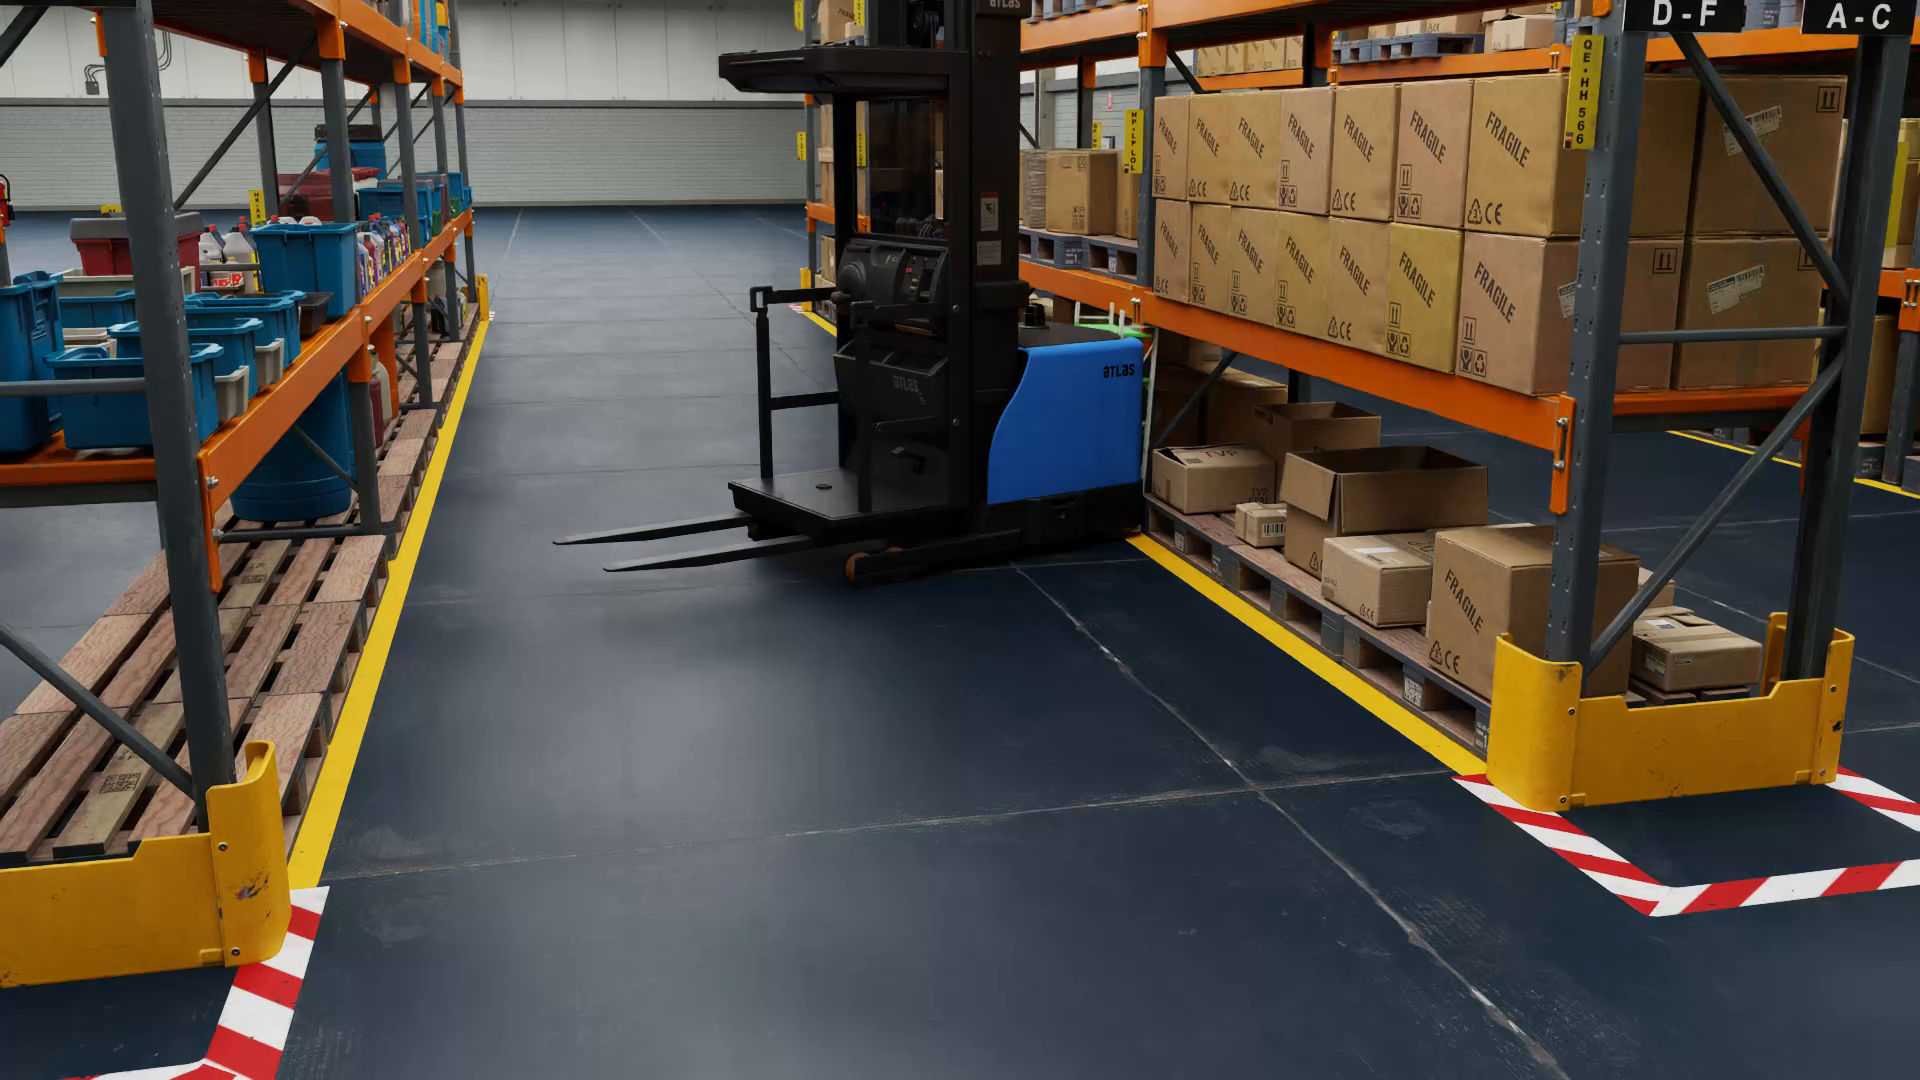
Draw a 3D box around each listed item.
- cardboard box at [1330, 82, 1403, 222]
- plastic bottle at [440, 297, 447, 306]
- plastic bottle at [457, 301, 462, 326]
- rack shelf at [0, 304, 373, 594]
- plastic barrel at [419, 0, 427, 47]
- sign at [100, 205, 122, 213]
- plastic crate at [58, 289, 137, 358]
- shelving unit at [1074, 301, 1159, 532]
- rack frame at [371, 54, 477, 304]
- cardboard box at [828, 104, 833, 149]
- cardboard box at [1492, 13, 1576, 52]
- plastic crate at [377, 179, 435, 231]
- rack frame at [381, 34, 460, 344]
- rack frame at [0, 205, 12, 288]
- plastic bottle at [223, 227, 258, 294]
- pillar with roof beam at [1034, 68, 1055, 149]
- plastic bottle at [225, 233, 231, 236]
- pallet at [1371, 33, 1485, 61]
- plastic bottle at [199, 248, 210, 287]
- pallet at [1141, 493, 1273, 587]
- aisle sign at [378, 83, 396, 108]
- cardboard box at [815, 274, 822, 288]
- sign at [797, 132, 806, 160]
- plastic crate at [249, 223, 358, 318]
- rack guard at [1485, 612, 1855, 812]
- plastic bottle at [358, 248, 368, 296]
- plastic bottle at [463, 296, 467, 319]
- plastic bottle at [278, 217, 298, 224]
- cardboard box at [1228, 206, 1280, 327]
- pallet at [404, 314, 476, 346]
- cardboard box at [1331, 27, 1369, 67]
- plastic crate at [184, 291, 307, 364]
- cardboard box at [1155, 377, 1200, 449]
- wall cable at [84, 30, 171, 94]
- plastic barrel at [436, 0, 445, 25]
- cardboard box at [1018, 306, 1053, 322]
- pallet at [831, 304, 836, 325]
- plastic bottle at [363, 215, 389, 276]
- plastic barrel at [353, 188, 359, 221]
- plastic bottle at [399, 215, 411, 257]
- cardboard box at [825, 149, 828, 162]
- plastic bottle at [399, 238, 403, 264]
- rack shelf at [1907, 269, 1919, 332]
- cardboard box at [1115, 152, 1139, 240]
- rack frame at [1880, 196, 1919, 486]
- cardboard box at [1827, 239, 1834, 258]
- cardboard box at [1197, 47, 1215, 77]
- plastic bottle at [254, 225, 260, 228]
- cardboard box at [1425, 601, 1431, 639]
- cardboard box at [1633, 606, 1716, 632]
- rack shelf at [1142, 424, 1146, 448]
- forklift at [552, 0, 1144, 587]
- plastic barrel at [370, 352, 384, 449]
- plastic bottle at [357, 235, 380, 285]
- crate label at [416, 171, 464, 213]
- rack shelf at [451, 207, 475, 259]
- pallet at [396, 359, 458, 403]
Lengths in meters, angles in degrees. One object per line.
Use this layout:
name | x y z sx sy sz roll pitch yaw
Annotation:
cardboard box | 1.770 -1.491 6.391 0.500 0.500 0.500 -3 14 -12
plastic bottle | -5.315 -2.354 17.053 0.152 0.276 0.135 -3 14 -13
plastic bottle | -5.032 -2.263 16.522 0.144 0.351 0.185 -3 14 -12
rack shelf | -2.897 -0.470 6.046 1.077 0.370 4.000 -3 14 -13
plastic barrel | -4.608 -4.420 13.322 0.600 0.901 0.708 -3 14 -13
sign | -3.902 -1.385 7.693 0.100 0.325 0.005 -3 14 -13
plastic crate | -3.159 -0.765 5.966 0.416 0.233 0.300 -3 14 -13
shelving unit | 0.816 -0.683 9.155 0.258 1.200 0.503 -2 14 -25
rack frame | -6.185 -4.049 19.180 1.000 3.000 0.127 -3 14 -13
cardboard box | -1.131 -4.761 19.152 0.700 0.500 0.500 -4 14 -15
cardboard box | 4.892 -4.330 14.157 0.500 0.311 0.500 -3 14 -13
plastic crate | -4.389 -2.624 13.214 0.402 0.464 0.583 -3 14 -13
rack frame | -5.246 -3.126 15.403 1.000 3.000 0.127 -3 14 -13
rack frame | -11.000 -3.773 18.050 1.000 3.000 0.127 -3 14 -13
plastic bottle | -3.761 -1.459 8.681 0.144 0.351 0.185 -3 14 -13
pillar with roof beam | -2.553 -9.931 30.614 9.100 9.000 0.400 -3 14 -13
plastic bottle | -4.064 -1.579 9.329 0.152 0.276 0.135 -3 14 -13
pallet | 4.672 -4.657 15.744 1.213 0.211 1.003 -3 14 -13
plastic bottle | -3.774 -1.293 8.162 0.152 0.276 0.135 -3 14 -13
pallet | 1.609 -0.043 8.658 1.003 0.211 1.213 -3 14 -13
aisle sign | -6.487 -5.312 18.873 0.394 0.787 0.004 -3 14 -13
cardboard box | -1.460 -3.056 20.026 0.500 0.250 0.500 -3 14 -13
sign | -1.911 -4.754 20.074 0.100 0.325 0.005 -3 14 -13
plastic crate | -2.926 -1.213 7.481 0.392 0.384 0.575 -3 14 -13
rack guard | 2.370 0.564 5.567 1.175 0.500 0.348 -3 14 -13
plastic bottle | -3.138 -1.405 8.631 0.097 0.271 0.097 0 14 0
plastic bottle | -5.263 -2.449 17.442 0.152 0.276 0.135 -4 14 -15
plastic bottle | -4.519 -2.025 11.159 0.152 0.276 0.135 -3 14 -13
cardboard box | 1.542 -1.238 7.465 0.500 0.500 0.500 -3 14 -13
pallet | -5.653 -2.211 17.532 1.003 0.211 1.213 -3 14 -13
cardboard box | 4.024 -5.297 17.716 0.500 0.500 0.500 -3 14 -12
plastic crate | -2.545 -0.754 5.920 0.416 0.233 0.300 -3 14 -13
cardboard box | 1.054 -0.653 9.621 0.500 0.500 0.500 -3 14 -13
wall cable | -23.390 -15.498 46.237 2.305 6.003 0.169 -3 14 -13
plastic barrel | -5.794 -5.546 17.705 0.600 0.588 0.600 0 14 0
cardboard box | 0.672 -1.757 13.524 0.500 0.311 0.500 -3 14 -11
pallet | -0.866 -2.515 18.775 1.003 0.211 1.213 -3 14 -13
plastic bottle | -3.457 -1.734 9.808 0.144 0.351 0.185 -3 14 -13
plastic barrel | -4.756 -2.483 12.536 0.421 0.512 0.421 0 14 0
plastic bottle | -3.797 -2.077 11.355 0.061 0.283 0.133 -3 14 -13
cardboard box | -1.365 -4.467 19.314 0.380 0.149 0.250 -3 14 -13
plastic bottle | -3.665 -1.889 10.758 0.097 0.201 0.097 0 14 0
rack shelf | 6.732 -1.022 8.306 1.077 0.370 4.000 -3 14 -13
cardboard box | 1.332 -2.085 10.047 0.700 0.500 0.500 -1 14 -4
rack frame | 6.263 -1.833 10.109 1.000 3.000 0.127 -3 14 -13
cardboard box | 5.809 -1.902 10.879 0.380 0.149 0.250 -3 14 -11
cardboard box | 3.280 -6.026 20.697 0.500 0.500 0.500 -3 14 -12
plastic bottle | -4.324 -1.804 10.263 0.097 0.271 0.097 0 14 0
cardboard box | 2.013 0.319 6.343 0.380 0.166 0.250 -3 14 -13
cardboard box | 2.565 0.356 6.193 0.380 0.166 0.250 -3 14 -13
rack shelf | 0.812 -0.621 9.169 0.258 0.148 0.480 -2 14 -25
forklift | -0.518 -1.339 8.232 3.031 2.935 1.130 -9 17 -33
plastic barrel | -3.910 -0.864 10.338 0.600 0.588 0.708 -3 14 -13
plastic bottle | -3.323 -1.562 9.262 0.152 0.276 0.135 -3 14 -13
crate label | -5.490 -3.657 17.500 0.502 0.435 0.616 -3 14 -13
rack shelf | -5.716 -3.238 17.377 1.077 0.370 4.000 -3 14 -13
pallet | -4.734 -1.311 13.847 1.003 0.211 1.213 -3 14 -13
